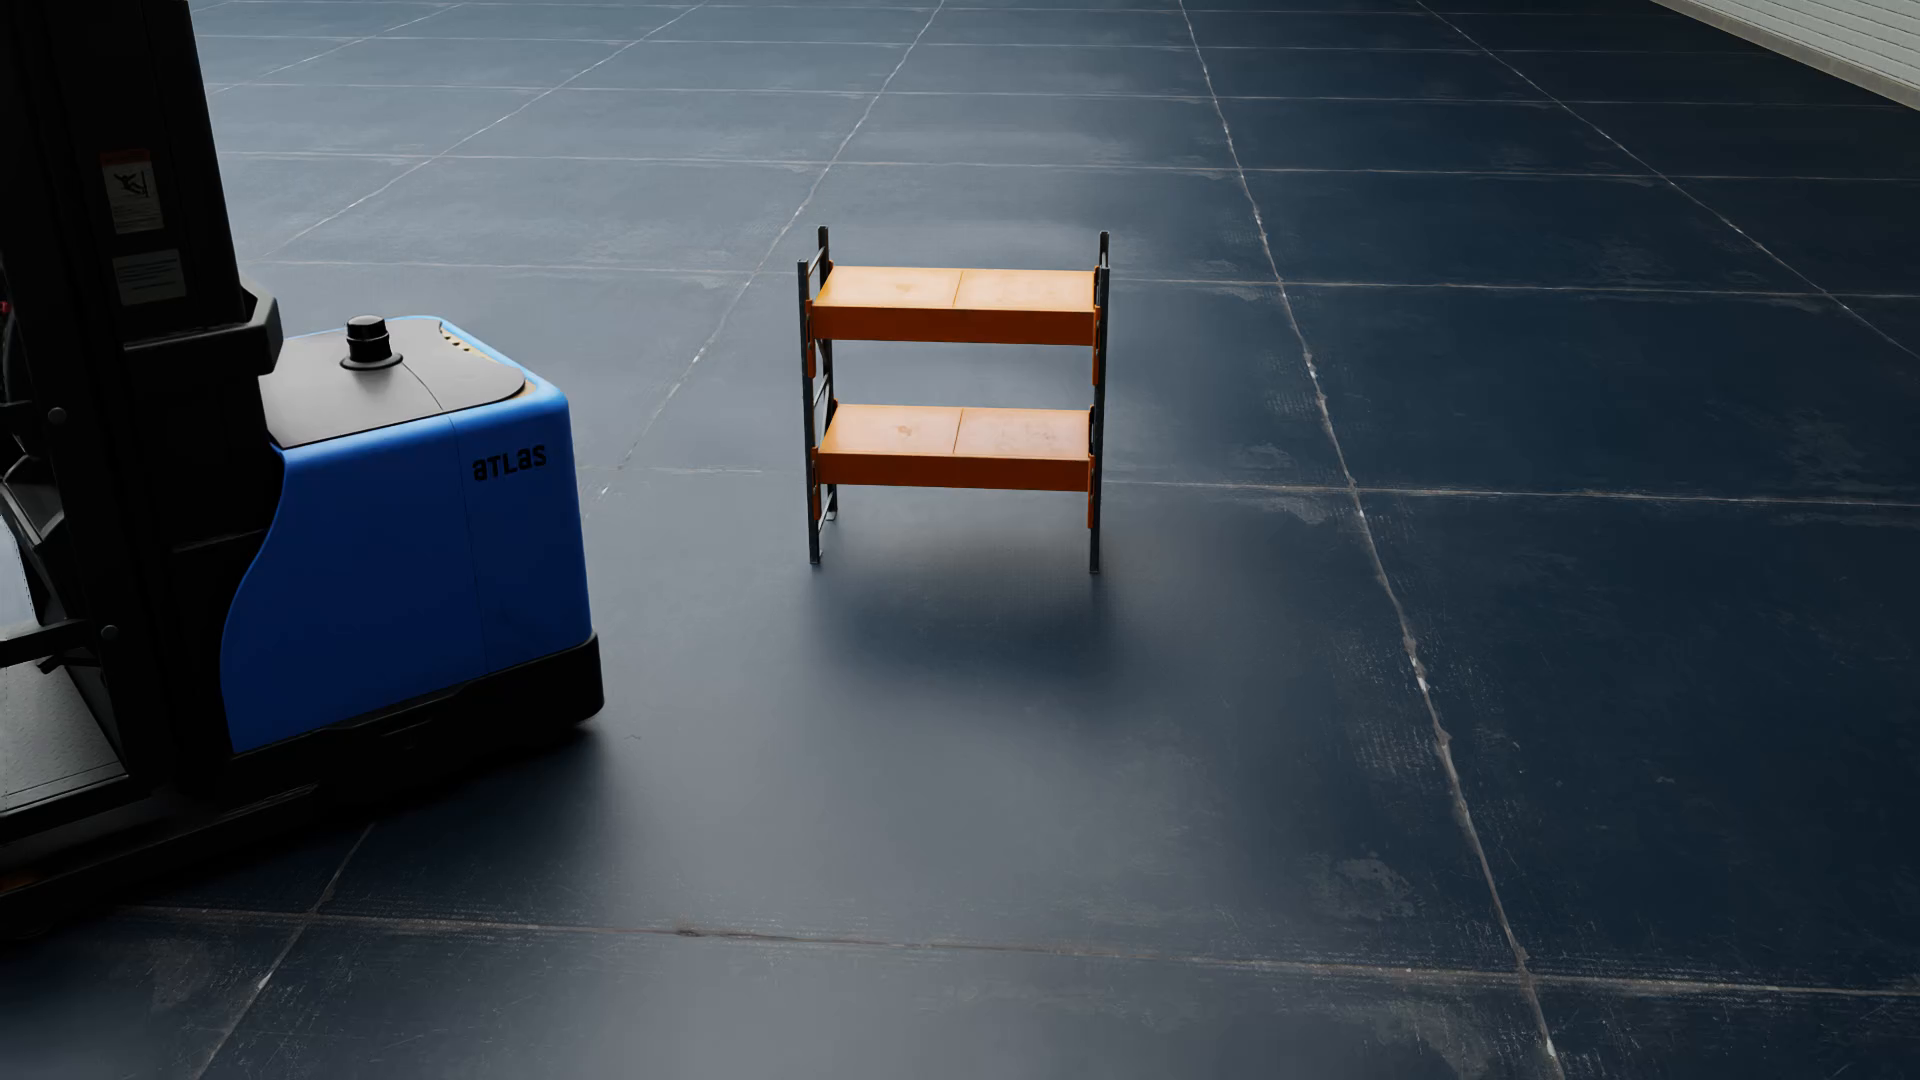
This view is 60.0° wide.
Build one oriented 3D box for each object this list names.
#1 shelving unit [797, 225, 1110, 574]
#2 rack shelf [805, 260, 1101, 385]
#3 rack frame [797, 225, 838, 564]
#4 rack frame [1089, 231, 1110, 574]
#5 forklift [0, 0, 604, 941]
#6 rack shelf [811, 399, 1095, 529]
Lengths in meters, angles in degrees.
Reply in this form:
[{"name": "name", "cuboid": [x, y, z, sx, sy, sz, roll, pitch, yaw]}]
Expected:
[{"name": "shelving unit", "cuboid": [-0.007, -0.511, 6.015, 1.048, 1.125, 0.538, 2, 25, 4]}, {"name": "rack shelf", "cuboid": [-0.007, -0.777, 5.893, 1.000, 0.278, 0.538, 2, 25, 4]}, {"name": "rack frame", "cuboid": [-0.514, -0.527, 6.051, 0.032, 1.125, 0.500, 2, 25, 4]}, {"name": "rack frame", "cuboid": [0.500, -0.495, 5.980, 0.032, 1.125, 0.500, 2, 25, 4]}, {"name": "forklift", "cuboid": [-2.546, -0.547, 3.932, 3.031, 2.935, 1.130, -18, 30, -34]}, {"name": "rack shelf", "cuboid": [-0.007, -0.289, 6.118, 1.000, 0.278, 0.538, 2, 25, 4]}]
